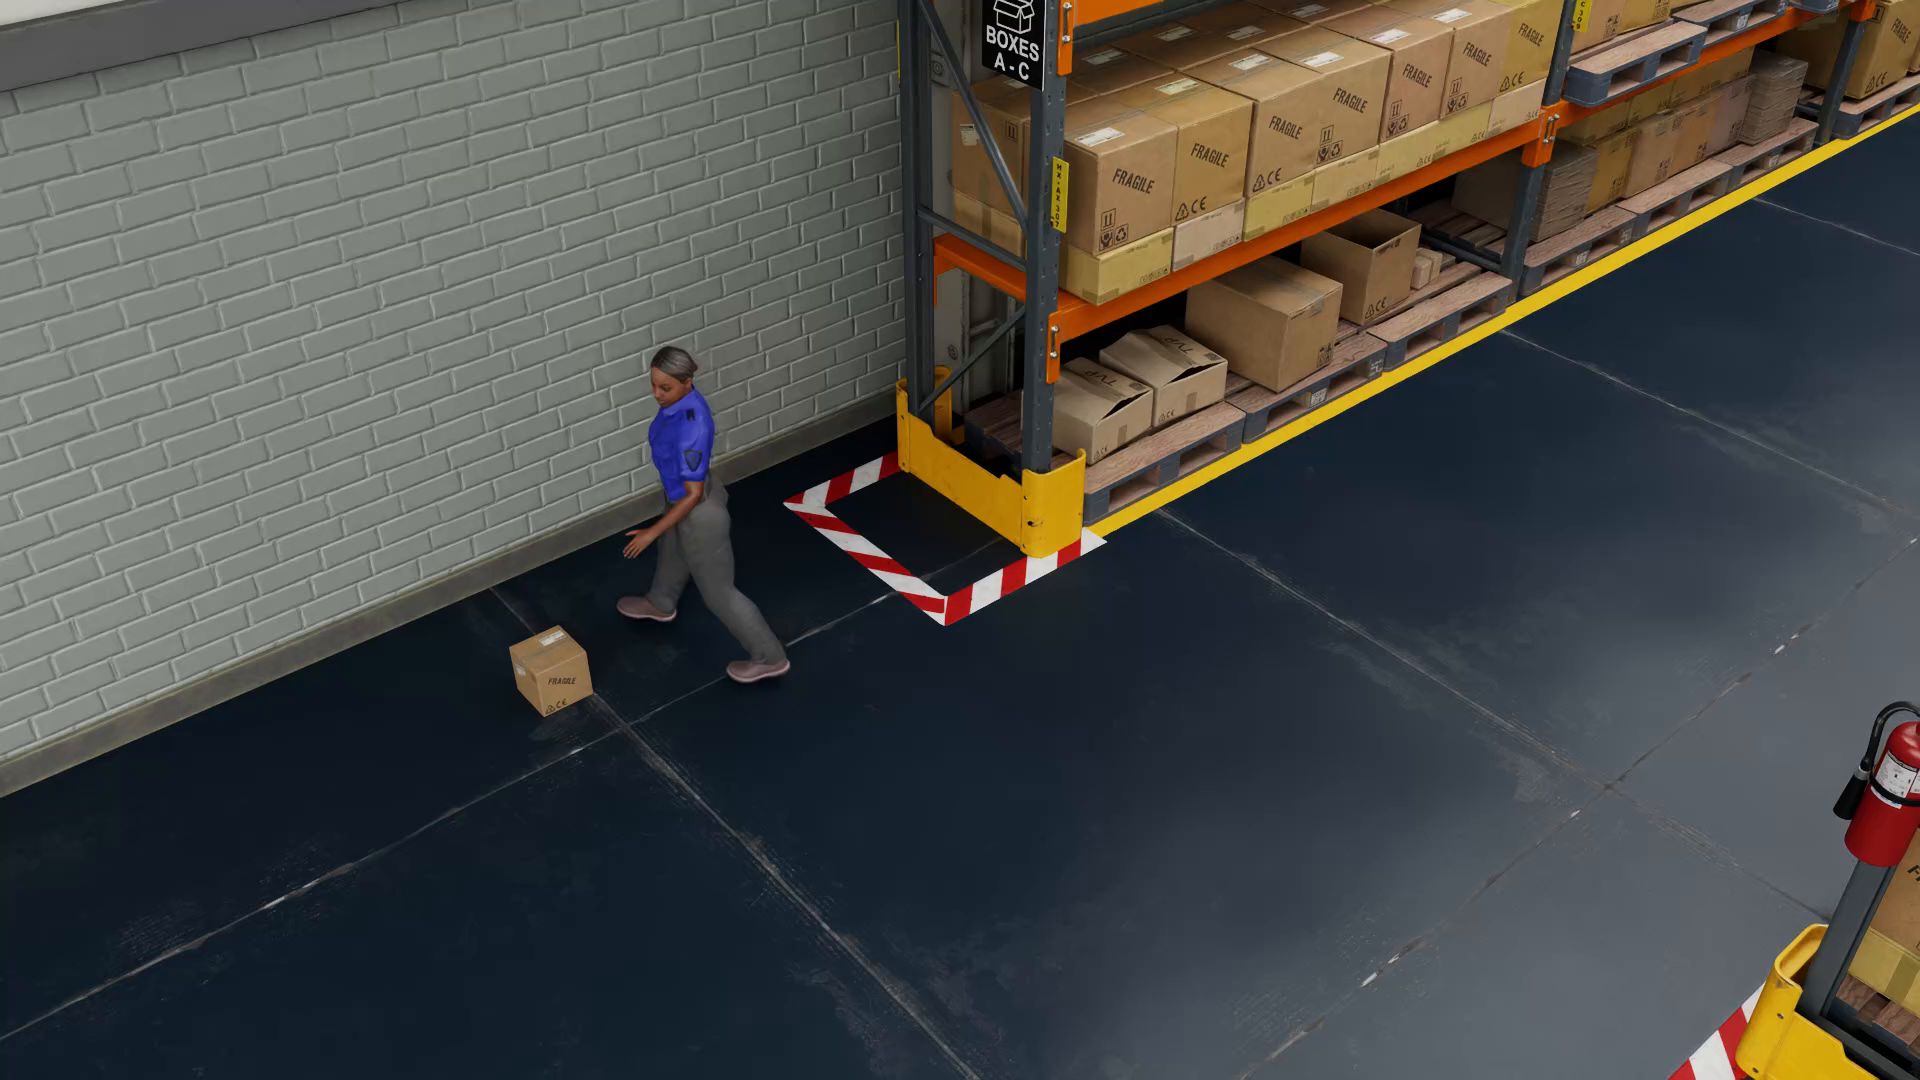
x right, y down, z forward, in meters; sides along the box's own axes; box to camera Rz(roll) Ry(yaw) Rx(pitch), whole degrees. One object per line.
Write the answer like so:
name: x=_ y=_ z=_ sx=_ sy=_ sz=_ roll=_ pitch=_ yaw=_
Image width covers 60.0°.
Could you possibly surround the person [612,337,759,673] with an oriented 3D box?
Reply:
person: x=-1.283 y=-0.171 z=7.311 sx=0.752 sy=1.631 sz=0.594 roll=0 pitch=36 yaw=-1
